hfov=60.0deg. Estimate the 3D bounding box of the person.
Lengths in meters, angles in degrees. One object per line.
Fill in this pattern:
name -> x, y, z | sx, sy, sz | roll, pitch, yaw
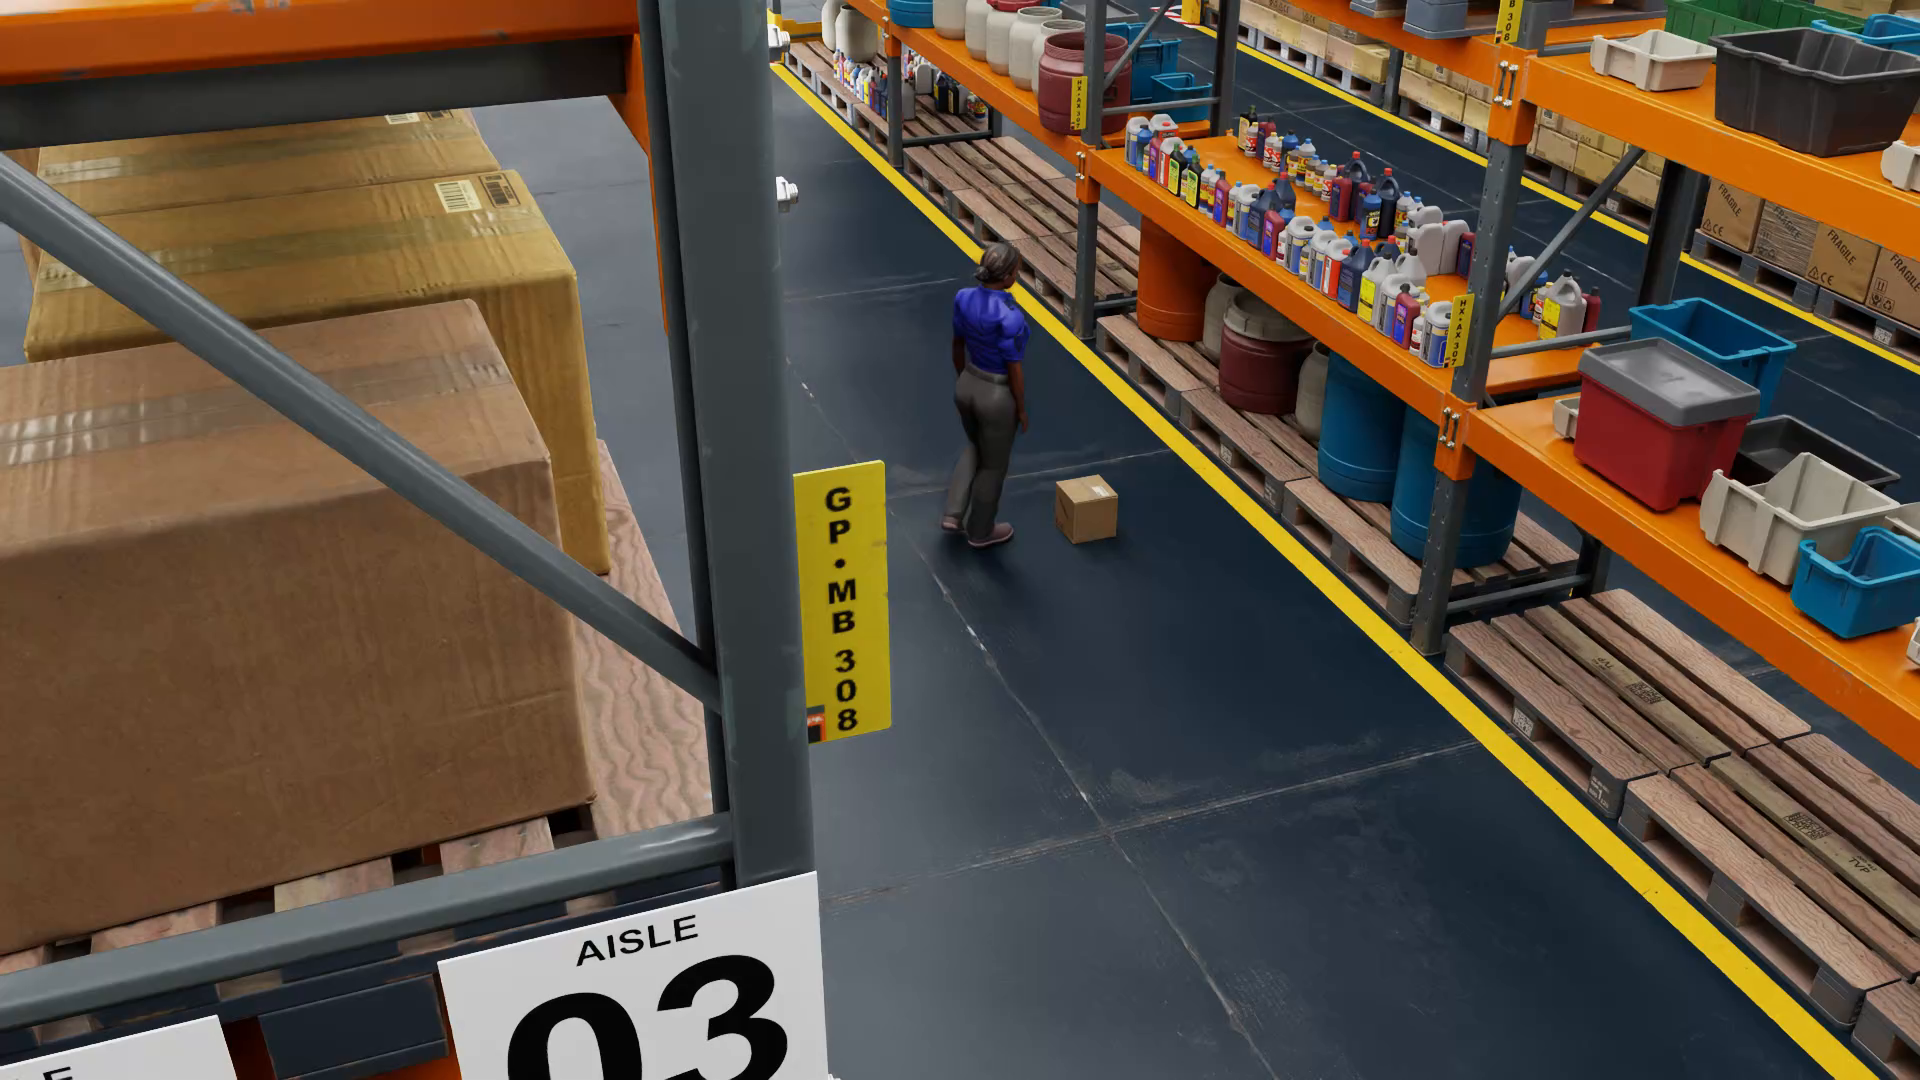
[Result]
person -> 0.121, -0.689, 8.312 | 0.409, 1.648, 0.482 | -24, 38, -35
